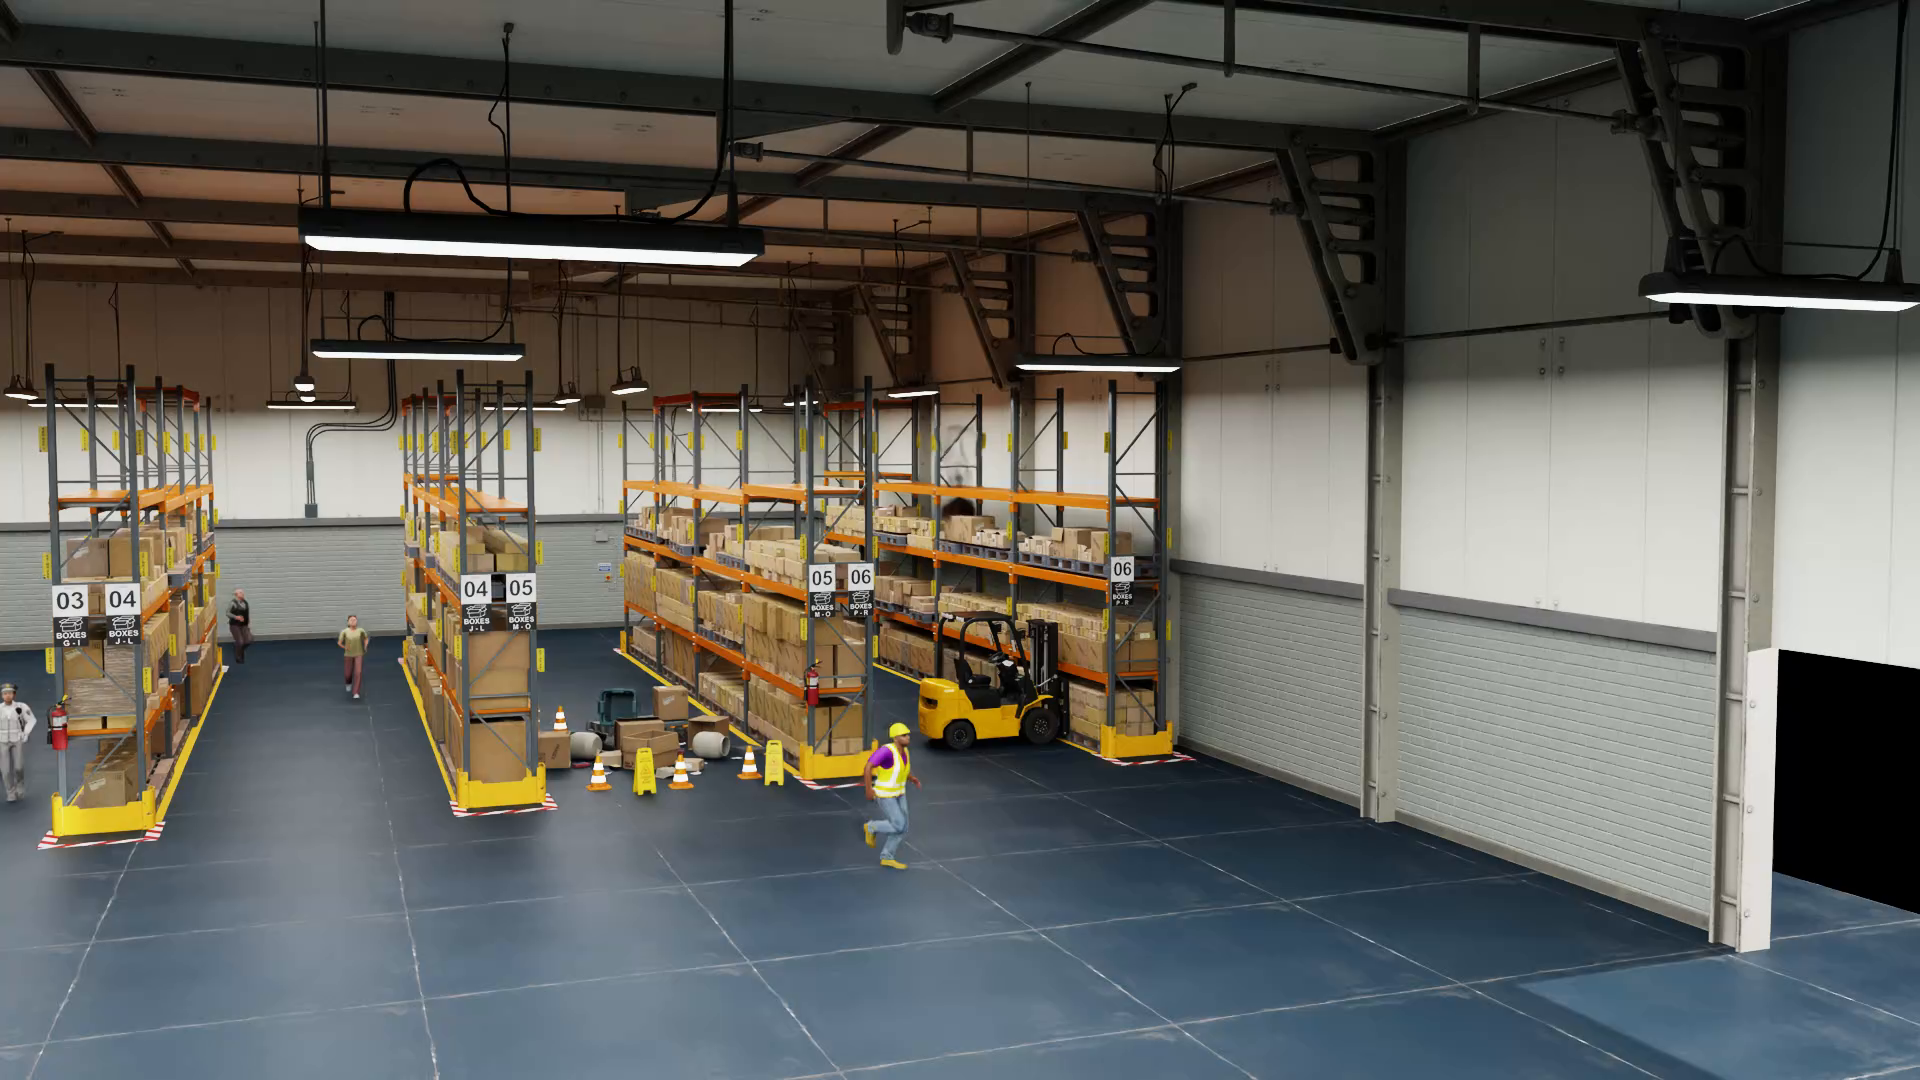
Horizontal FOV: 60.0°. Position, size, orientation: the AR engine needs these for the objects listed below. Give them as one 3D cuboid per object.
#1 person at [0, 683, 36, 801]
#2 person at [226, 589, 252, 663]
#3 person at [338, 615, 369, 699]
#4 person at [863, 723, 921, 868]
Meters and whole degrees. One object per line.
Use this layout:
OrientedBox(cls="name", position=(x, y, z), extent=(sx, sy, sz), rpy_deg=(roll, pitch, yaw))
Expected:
OrientedBox(cls="person", position=(-13.209, 2.816, 23.142), extent=(0.605, 1.652, 0.550), rpy_deg=(-2, 4, -25))
OrientedBox(cls="person", position=(-16.341, 1.990, 37.753), extent=(0.604, 1.618, 0.647), rpy_deg=(2, 4, 29))
OrientedBox(cls="person", position=(-11.902, 2.277, 32.664), extent=(0.588, 1.628, 0.758), rpy_deg=(-2, 4, -25))
OrientedBox(cls="person", position=(-0.816, 3.014, 19.643), extent=(0.685, 1.714, 0.741), rpy_deg=(2, 4, 30))
